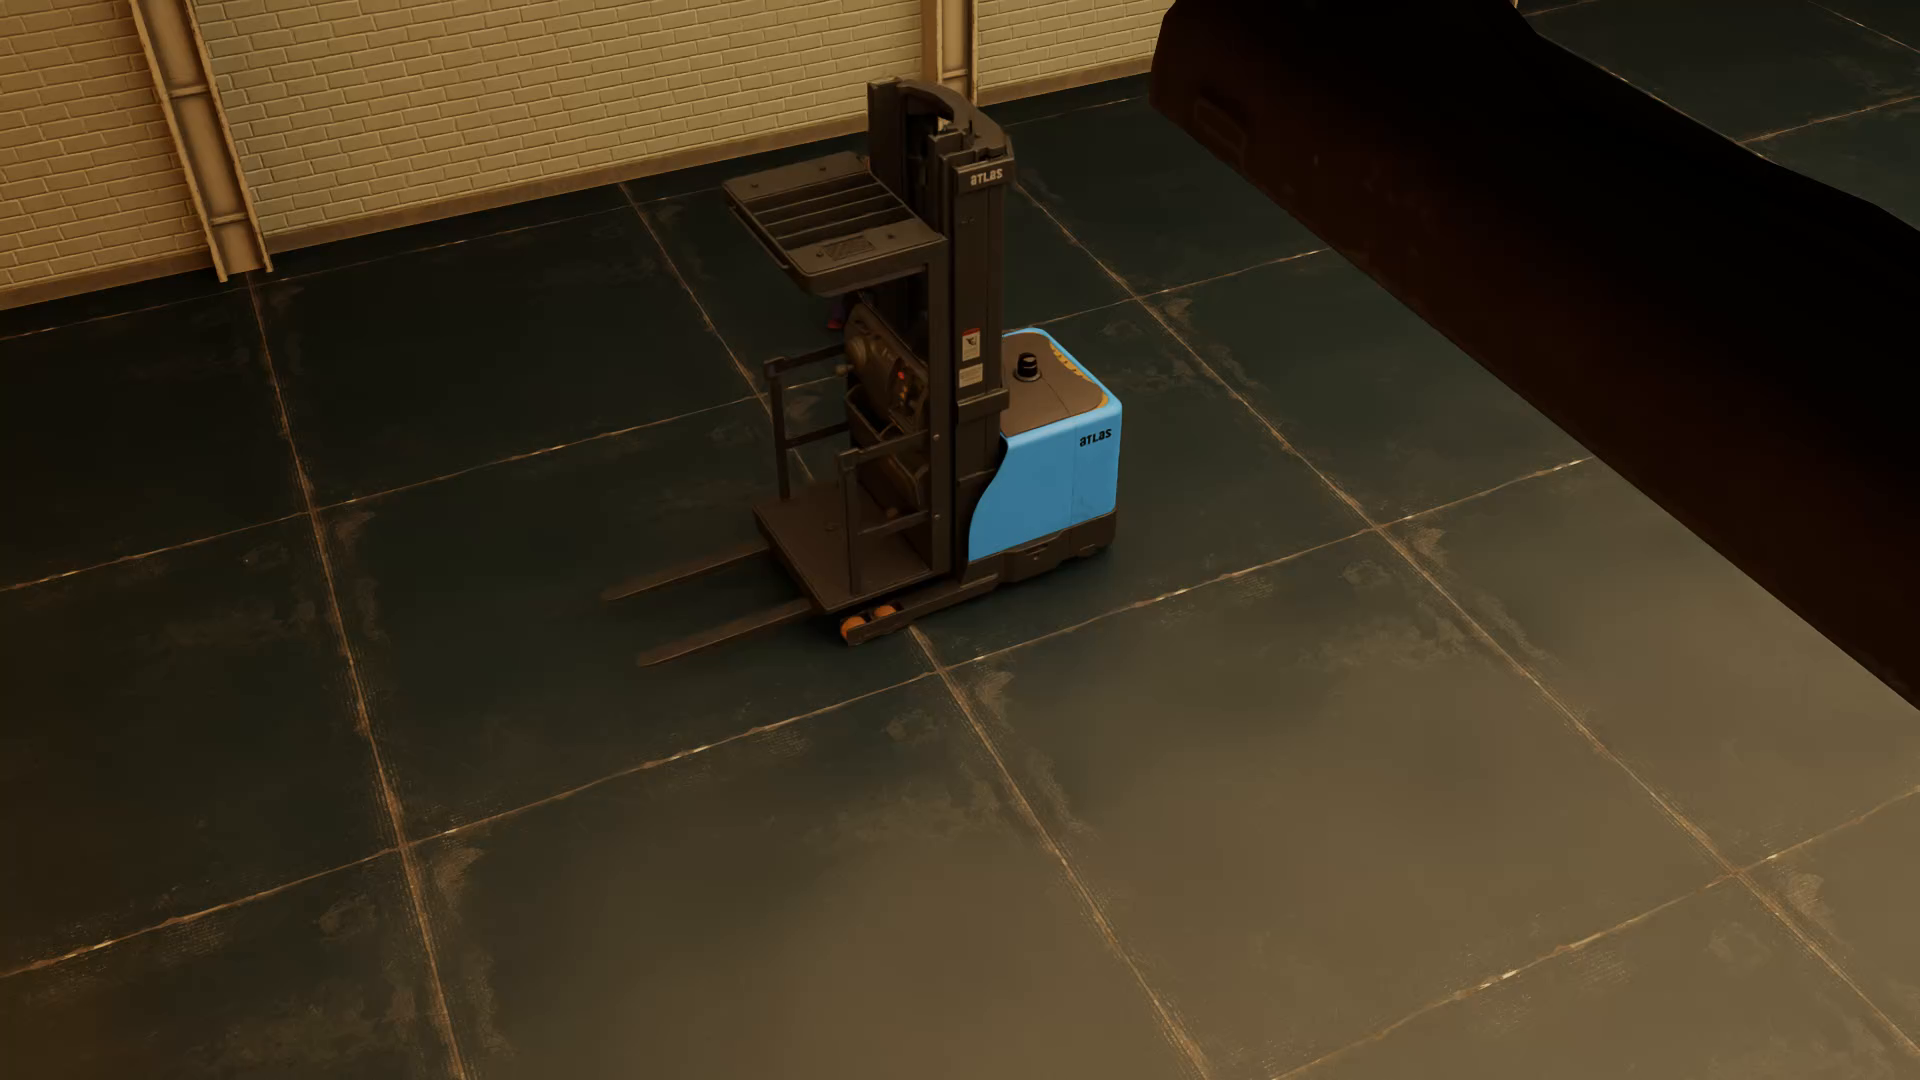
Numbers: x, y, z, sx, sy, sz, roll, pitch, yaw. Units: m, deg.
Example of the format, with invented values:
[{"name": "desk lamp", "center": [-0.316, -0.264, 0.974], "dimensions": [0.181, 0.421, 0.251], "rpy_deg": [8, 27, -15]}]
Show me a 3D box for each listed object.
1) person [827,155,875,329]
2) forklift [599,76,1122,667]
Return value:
[{"name": "person", "center": [-0.583, -1.993, 11.641], "dimensions": [0.825, 1.439, 0.632], "rpy_deg": [29, 48, 30]}, {"name": "forklift", "center": [-0.591, -0.908, 9.105], "dimensions": [3.031, 2.935, 1.130], "rpy_deg": [-19, 43, -21]}]
